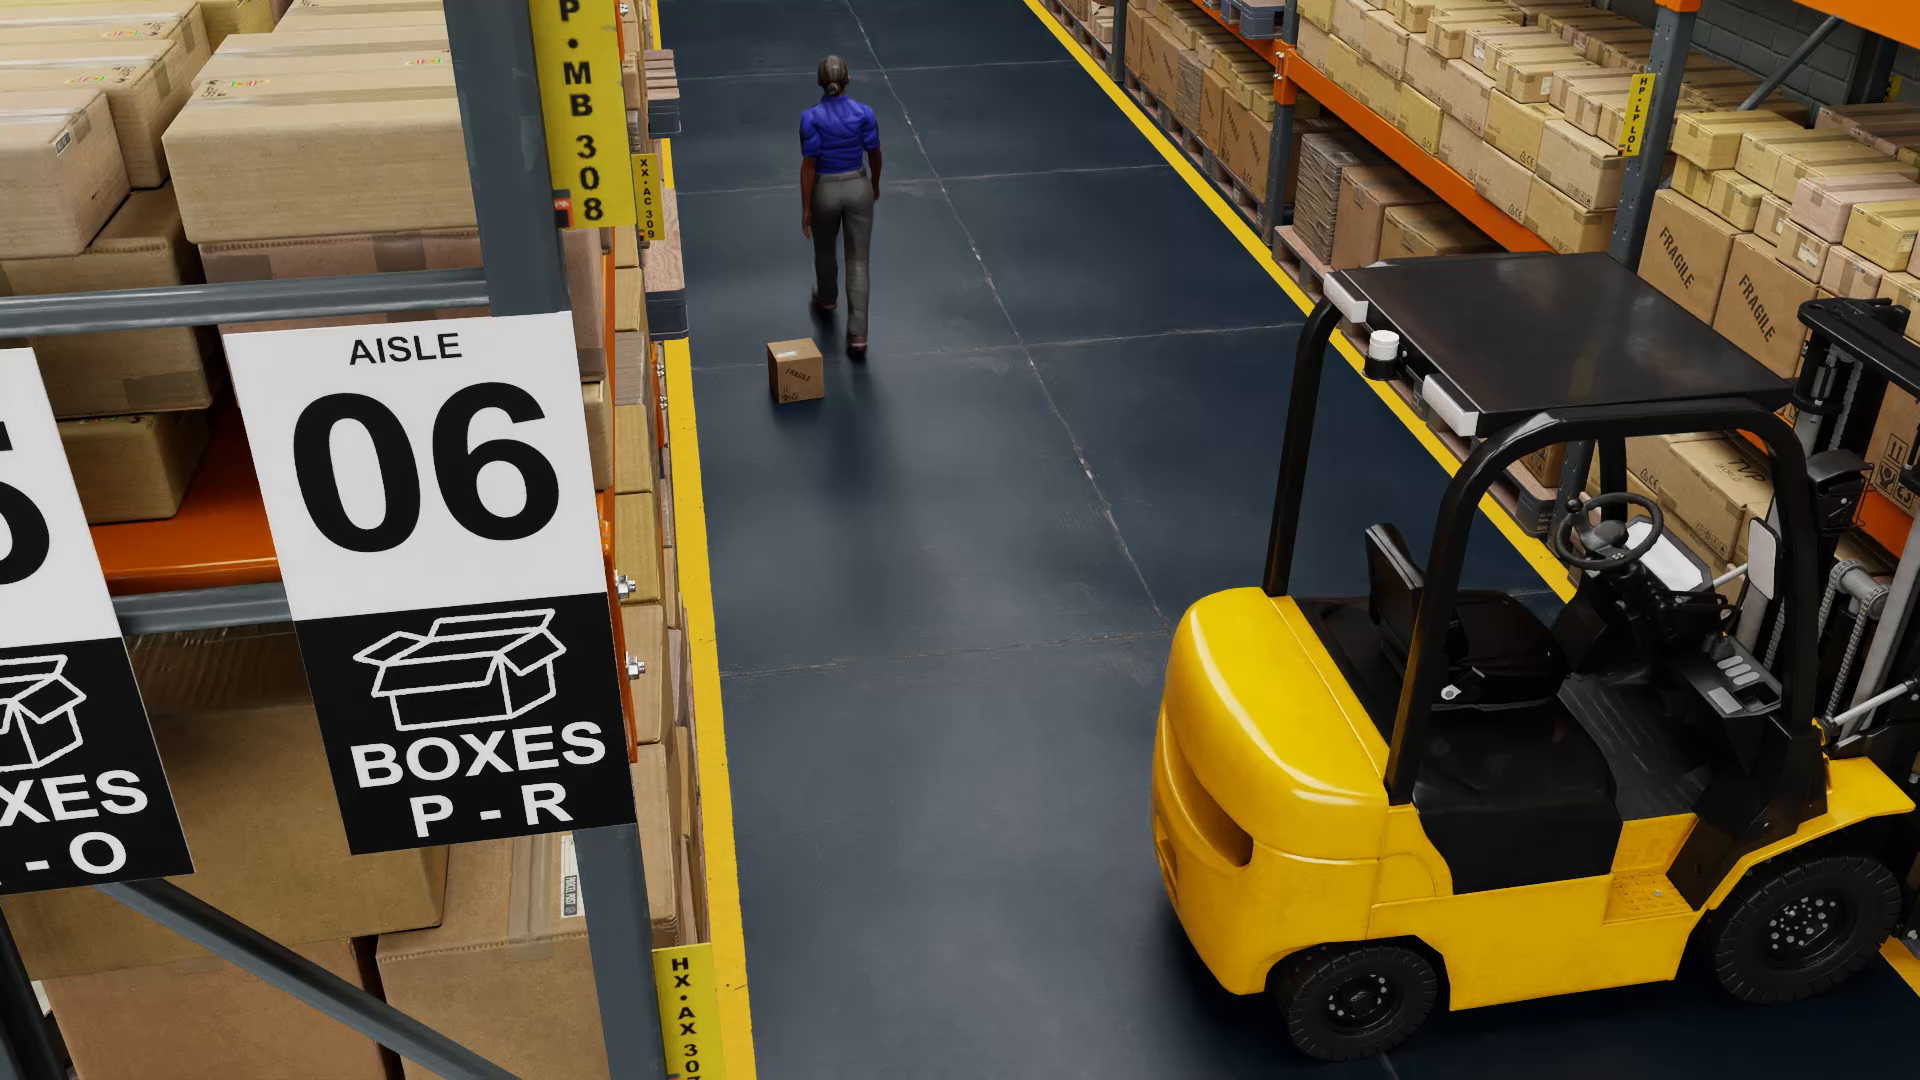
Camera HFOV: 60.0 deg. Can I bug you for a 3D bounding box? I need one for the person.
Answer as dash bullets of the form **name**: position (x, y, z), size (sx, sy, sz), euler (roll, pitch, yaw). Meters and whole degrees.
- **person**: position (-0.673, -1.967, 9.416), size (0.475, 1.595, 0.988), euler (-4, 31, -7)
